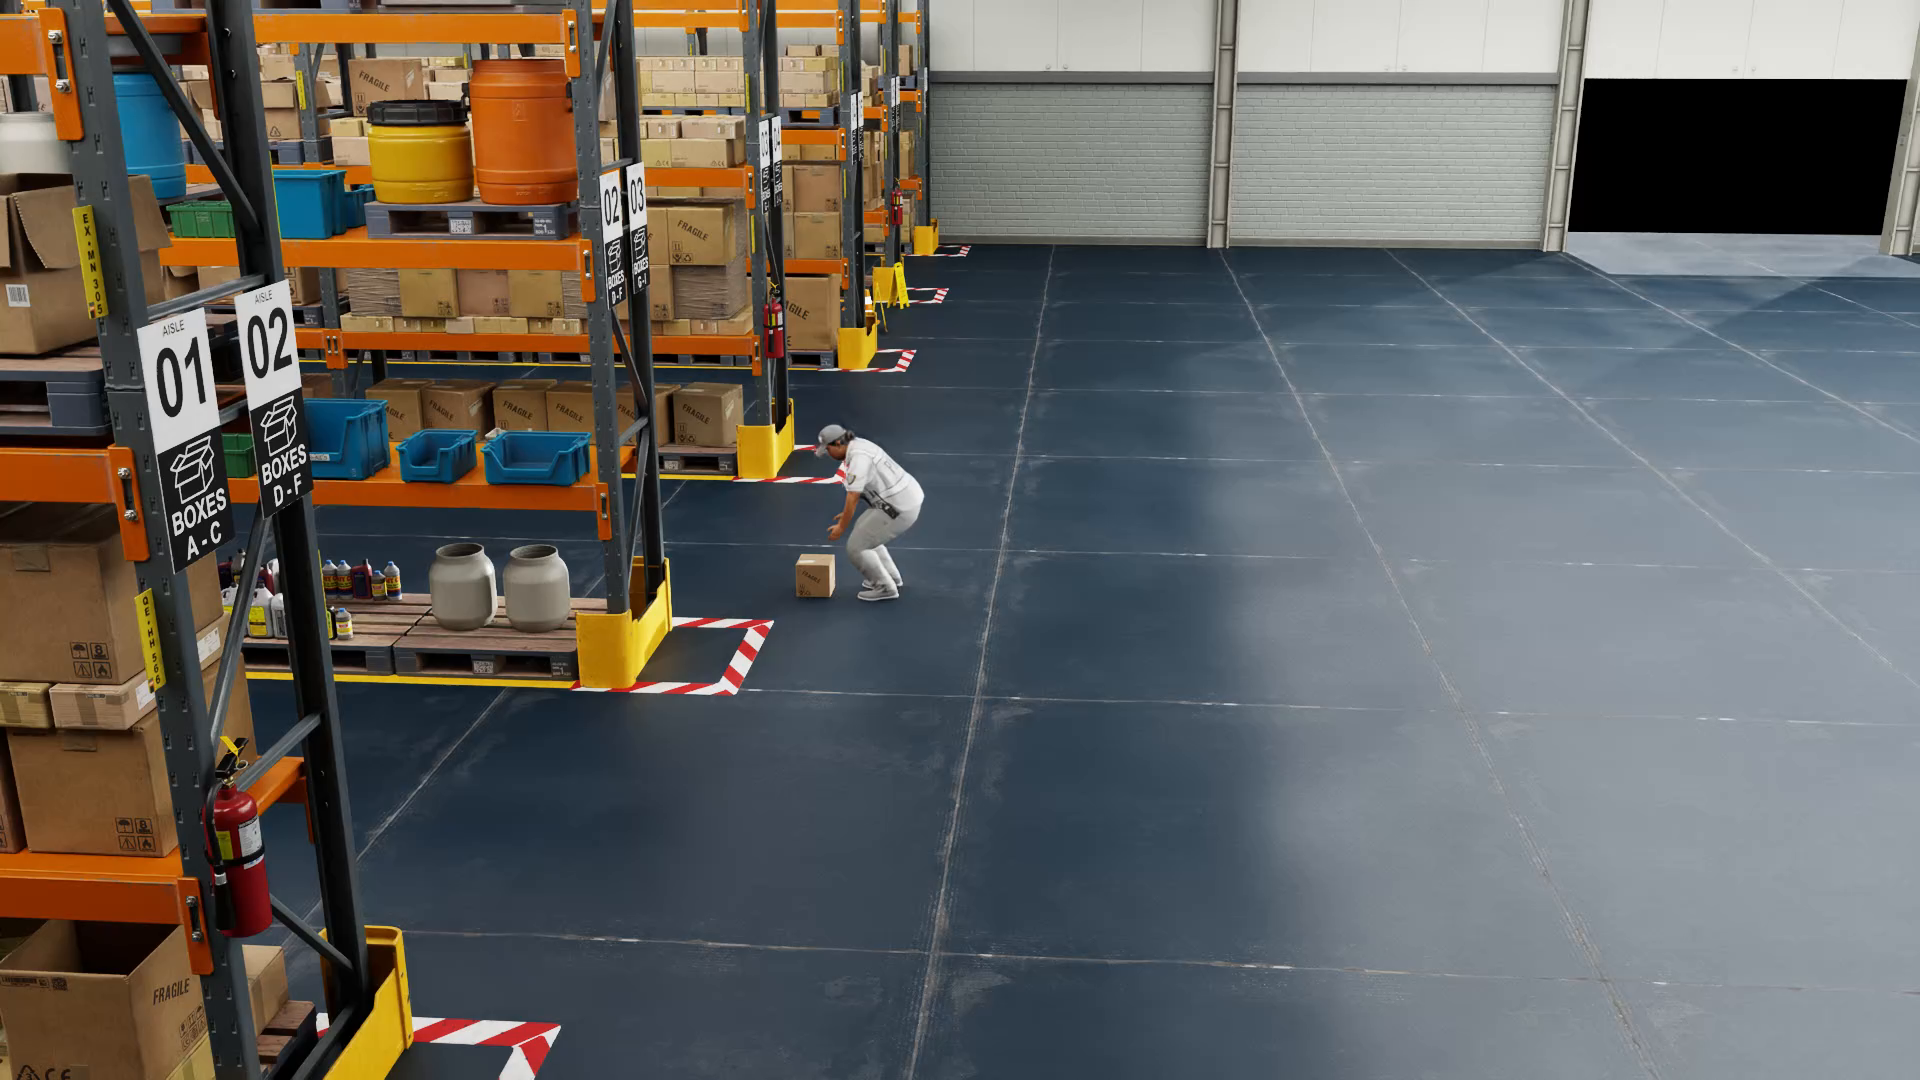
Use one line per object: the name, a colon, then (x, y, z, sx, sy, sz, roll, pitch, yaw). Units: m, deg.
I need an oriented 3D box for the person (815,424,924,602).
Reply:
person: (-0.656, -0.209, 12.133, 0.774, 1.294, 0.539, 1, 18, 4)
